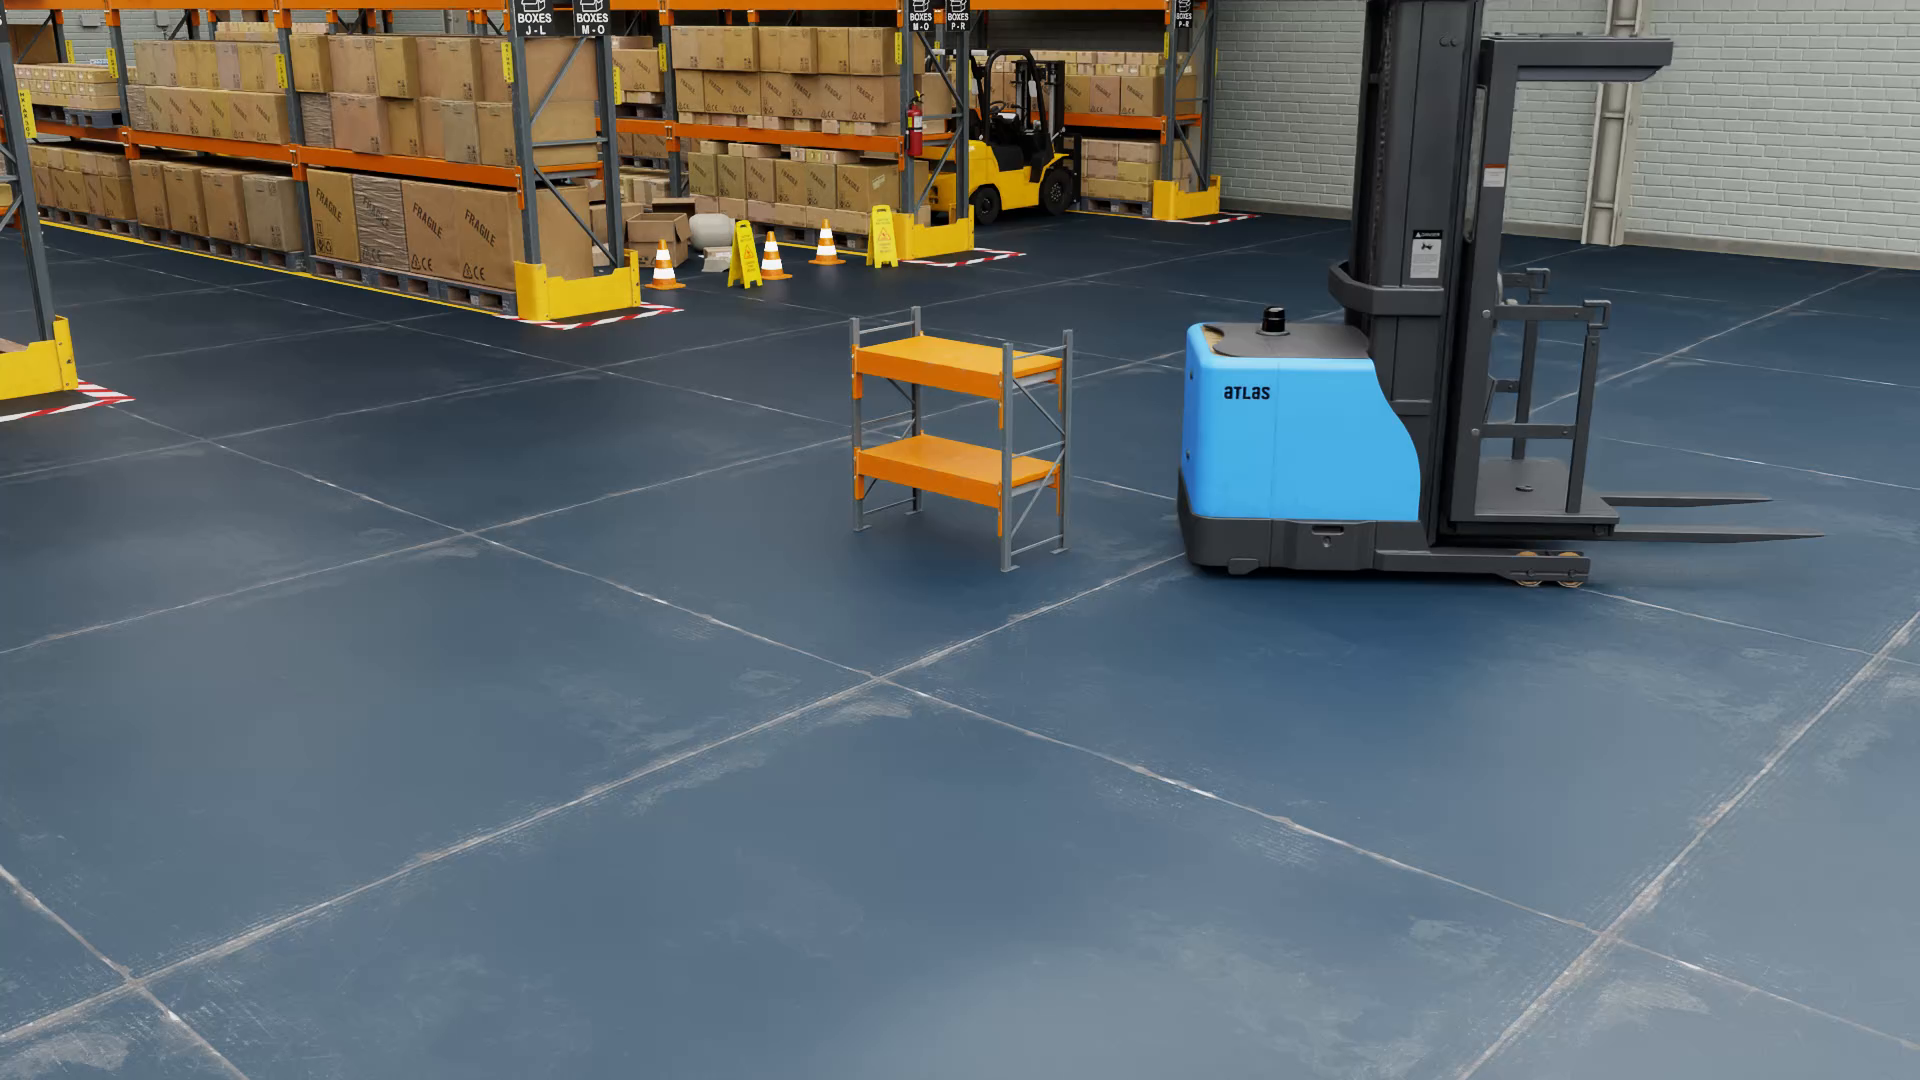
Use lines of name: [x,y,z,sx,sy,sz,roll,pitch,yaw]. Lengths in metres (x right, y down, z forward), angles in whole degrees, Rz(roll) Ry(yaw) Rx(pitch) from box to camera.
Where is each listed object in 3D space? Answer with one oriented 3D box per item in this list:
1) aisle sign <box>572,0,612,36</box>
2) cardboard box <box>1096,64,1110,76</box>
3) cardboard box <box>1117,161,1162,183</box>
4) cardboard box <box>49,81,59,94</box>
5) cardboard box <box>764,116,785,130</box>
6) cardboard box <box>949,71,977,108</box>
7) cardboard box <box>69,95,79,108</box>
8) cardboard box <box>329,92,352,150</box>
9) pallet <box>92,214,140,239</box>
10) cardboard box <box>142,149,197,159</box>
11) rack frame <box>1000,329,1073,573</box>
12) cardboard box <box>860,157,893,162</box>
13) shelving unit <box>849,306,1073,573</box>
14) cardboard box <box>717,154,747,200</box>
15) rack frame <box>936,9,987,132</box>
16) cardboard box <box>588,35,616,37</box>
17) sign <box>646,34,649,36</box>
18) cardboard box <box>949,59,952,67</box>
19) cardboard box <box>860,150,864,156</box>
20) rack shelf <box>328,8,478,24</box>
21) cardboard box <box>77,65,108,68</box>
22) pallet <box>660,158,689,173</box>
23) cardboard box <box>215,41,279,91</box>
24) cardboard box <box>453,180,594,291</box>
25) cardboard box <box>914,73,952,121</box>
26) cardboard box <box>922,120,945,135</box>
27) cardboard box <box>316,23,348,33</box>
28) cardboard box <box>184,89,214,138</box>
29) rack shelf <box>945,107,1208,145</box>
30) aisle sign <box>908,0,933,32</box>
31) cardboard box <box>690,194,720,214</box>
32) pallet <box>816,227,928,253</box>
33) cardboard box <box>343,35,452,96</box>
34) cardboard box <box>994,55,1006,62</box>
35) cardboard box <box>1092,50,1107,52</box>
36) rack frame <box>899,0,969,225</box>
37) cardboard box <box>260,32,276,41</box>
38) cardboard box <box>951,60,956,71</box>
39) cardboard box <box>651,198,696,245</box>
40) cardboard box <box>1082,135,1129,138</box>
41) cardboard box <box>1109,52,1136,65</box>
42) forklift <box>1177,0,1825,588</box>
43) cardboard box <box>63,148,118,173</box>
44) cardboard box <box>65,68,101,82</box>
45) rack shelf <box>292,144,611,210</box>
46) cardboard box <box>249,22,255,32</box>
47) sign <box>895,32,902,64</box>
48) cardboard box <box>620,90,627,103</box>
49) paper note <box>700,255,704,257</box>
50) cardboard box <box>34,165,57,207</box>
aisle sign: [-3.231,-4.819,14.541,0.004,0.787,0.394,15,23,39]
cardboard box: [2.031,-6.316,22.318,0.250,0.149,0.380,15,23,39]
cardboard box: [2.447,-4.945,22.261,0.500,0.250,0.500,15,23,39]
cardboard box: [-10.909,-5.558,20.394,0.250,0.149,0.380,15,23,39]
cardboard box: [-2.085,-4.911,19.543,0.250,0.149,0.380,15,23,39]
cardboard box: [0.186,-6.493,23.947,0.500,0.500,0.500,14,22,38]
cardboard box: [-10.518,-5.310,20.106,0.250,0.149,0.380,16,23,40]
cardboard box: [-5.765,-4.224,16.716,0.550,0.550,0.875,15,23,39]
pallet: [-10.050,-3.961,20.744,1.213,0.211,1.003,15,23,39]
cardboard box: [-9.822,-4.692,20.636,0.500,0.250,0.500,14,22,37]
rack frame: [0.375,-0.435,8.124,0.032,1.125,0.500,15,23,39]
cardboard box: [-1.105,-4.247,19.647,0.500,0.500,0.500,14,22,37]
shelving unit: [-0.005,-0.538,8.446,1.048,1.125,0.538,15,23,39]
cardboard box: [-2.595,-4.433,20.231,0.500,0.500,0.500,16,24,41]
rack frame: [0.027,-6.594,24.429,0.127,3.000,1.000,15,23,39]
cardboard box: [-4.846,-6.707,22.363,0.250,0.149,0.380,14,22,37]
sign: [-5.591,-8.878,29.714,0.005,0.325,0.100,15,23,39]
cardboard box: [-0.093,-7.070,24.691,0.250,0.149,0.380,14,23,38]
cardboard box: [-1.510,-6.072,26.018,0.625,0.625,0.875,14,22,37]
rack shelf: [-7.753,-7.761,24.340,4.000,0.370,1.077,15,23,39]
cardboard box: [-11.054,-6.002,21.302,0.250,0.149,0.380,14,22,37]
pallet: [-4.406,-6.471,28.653,1.213,0.211,1.003,15,23,39]
cardboard box: [-7.614,-5.157,18.083,0.500,0.500,0.700,15,23,40]
cardboard box: [-4.034,-2.835,15.405,0.875,0.875,0.875,15,23,40]
cardboard box: [-0.443,-5.014,18.795,0.500,0.500,0.500,15,23,38]
cardboard box: [-0.390,-4.662,18.758,0.250,0.149,0.380,15,23,39]
cardboard box: [-9.690,-7.899,25.653,0.250,0.149,0.380,14,23,38]
cardboard box: [-8.180,-4.726,18.379,0.500,0.500,0.500,15,23,39]
rack shelf: [1.523,-5.849,23.273,4.000,0.370,1.077,15,23,39]
aisle sign: [-0.419,-5.828,17.719,0.004,0.787,0.394,15,23,39]
cardboard box: [-3.003,-4.180,20.675,0.500,0.250,0.500,14,22,37]
pallet: [-0.914,-3.524,19.367,1.213,0.211,1.003,15,23,39]
cardboard box: [-5.421,-4.610,16.147,0.550,0.550,0.875,15,23,39]
cardboard box: [0.645,-6.805,23.366,0.250,0.149,0.380,16,23,40]
cardboard box: [2.009,-6.690,23.004,0.250,0.149,0.380,14,23,38]
rack frame: [-0.273,-4.667,18.358,0.127,3.000,1.000,15,23,39]
cardboard box: [-10.915,-7.939,26.850,0.500,0.500,0.500,15,23,39]
cardboard box: [0.091,-6.827,23.927,0.250,0.149,0.380,15,23,38]
cardboard box: [-3.367,-3.757,19.618,0.500,0.500,0.500,-3,18,-8]
cardboard box: [2.042,-5.498,23.177,0.500,0.250,0.500,15,23,39]
cardboard box: [2.192,-6.402,22.097,0.250,0.149,0.380,16,23,40]
forklift: [2.648,-1.337,7.978,3.031,2.935,1.130,1,18,3]
cardboard box: [-10.907,-4.782,20.918,0.500,0.250,0.500,16,23,41]
cardboard box: [-10.520,-5.595,20.020,0.250,0.149,0.380,16,24,41]
rack shelf: [-4.979,-3.585,16.139,4.000,0.370,1.077,15,23,39]
cardboard box: [-11.357,-8.375,27.151,0.250,0.149,0.380,15,23,40]
sign: [-0.657,-5.248,17.752,0.005,0.325,0.100,15,23,39]
cardboard box: [-4.235,-5.692,21.309,0.250,0.149,0.380,15,23,38]
paper note: [-2.837,-3.190,18.632,0.148,0.019,0.142,-9,20,-27]
cardboard box: [-11.685,-4.630,21.682,0.500,0.500,0.500,16,24,42]
